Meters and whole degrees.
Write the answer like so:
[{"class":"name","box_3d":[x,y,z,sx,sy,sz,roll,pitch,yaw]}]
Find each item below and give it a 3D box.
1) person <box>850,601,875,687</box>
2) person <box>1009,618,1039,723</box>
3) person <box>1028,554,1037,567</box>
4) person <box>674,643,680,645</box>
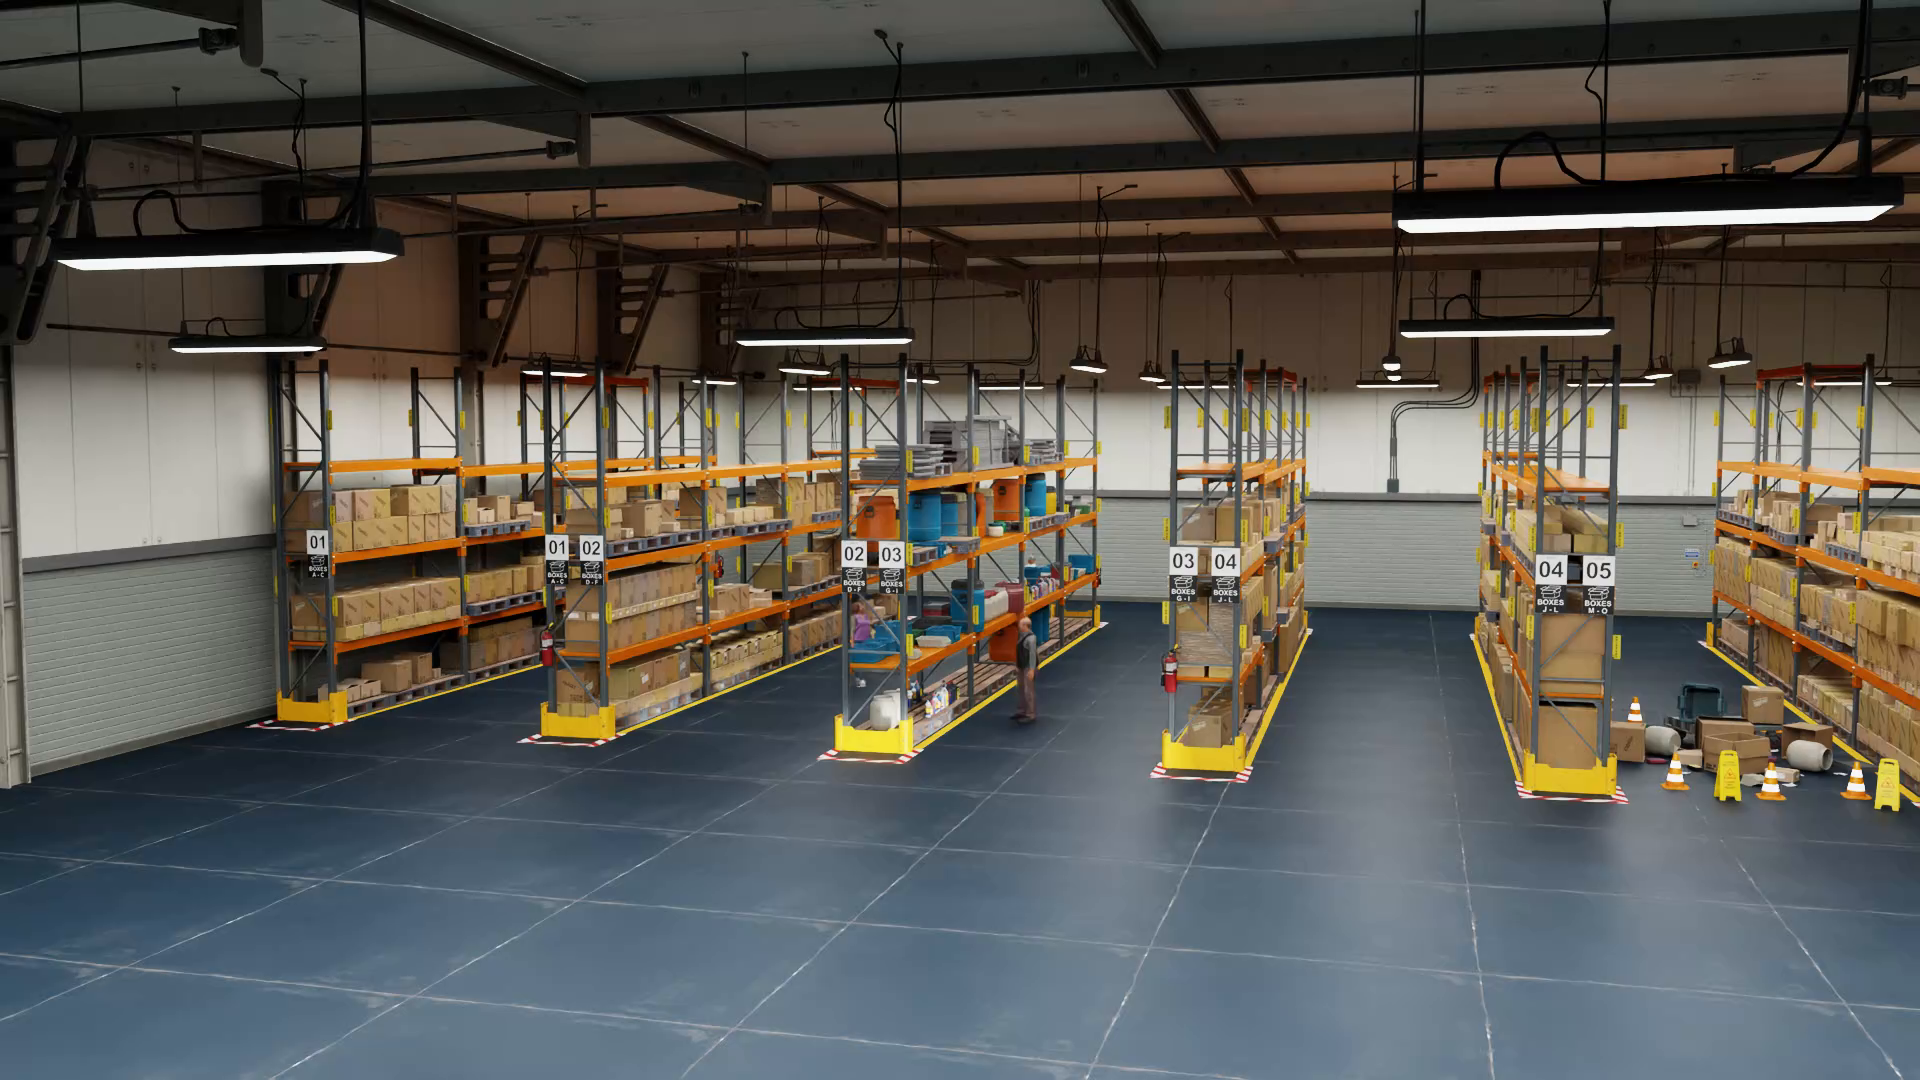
[{"class":"person","box_3d":[-1.828,1.951,31.335,0.456,1.548,0.727,-2,4,-24]},{"class":"person","box_3d":[1.059,2.143,27.496,0.440,1.719,0.580,-1,4,-17]},{"class":"person","box_3d":[1.780,1.177,41.603,0.518,1.649,0.508,1,4,11]},{"class":"person","box_3d":[-6.335,1.499,37.233,0.429,1.644,0.939,0,4,6]}]
